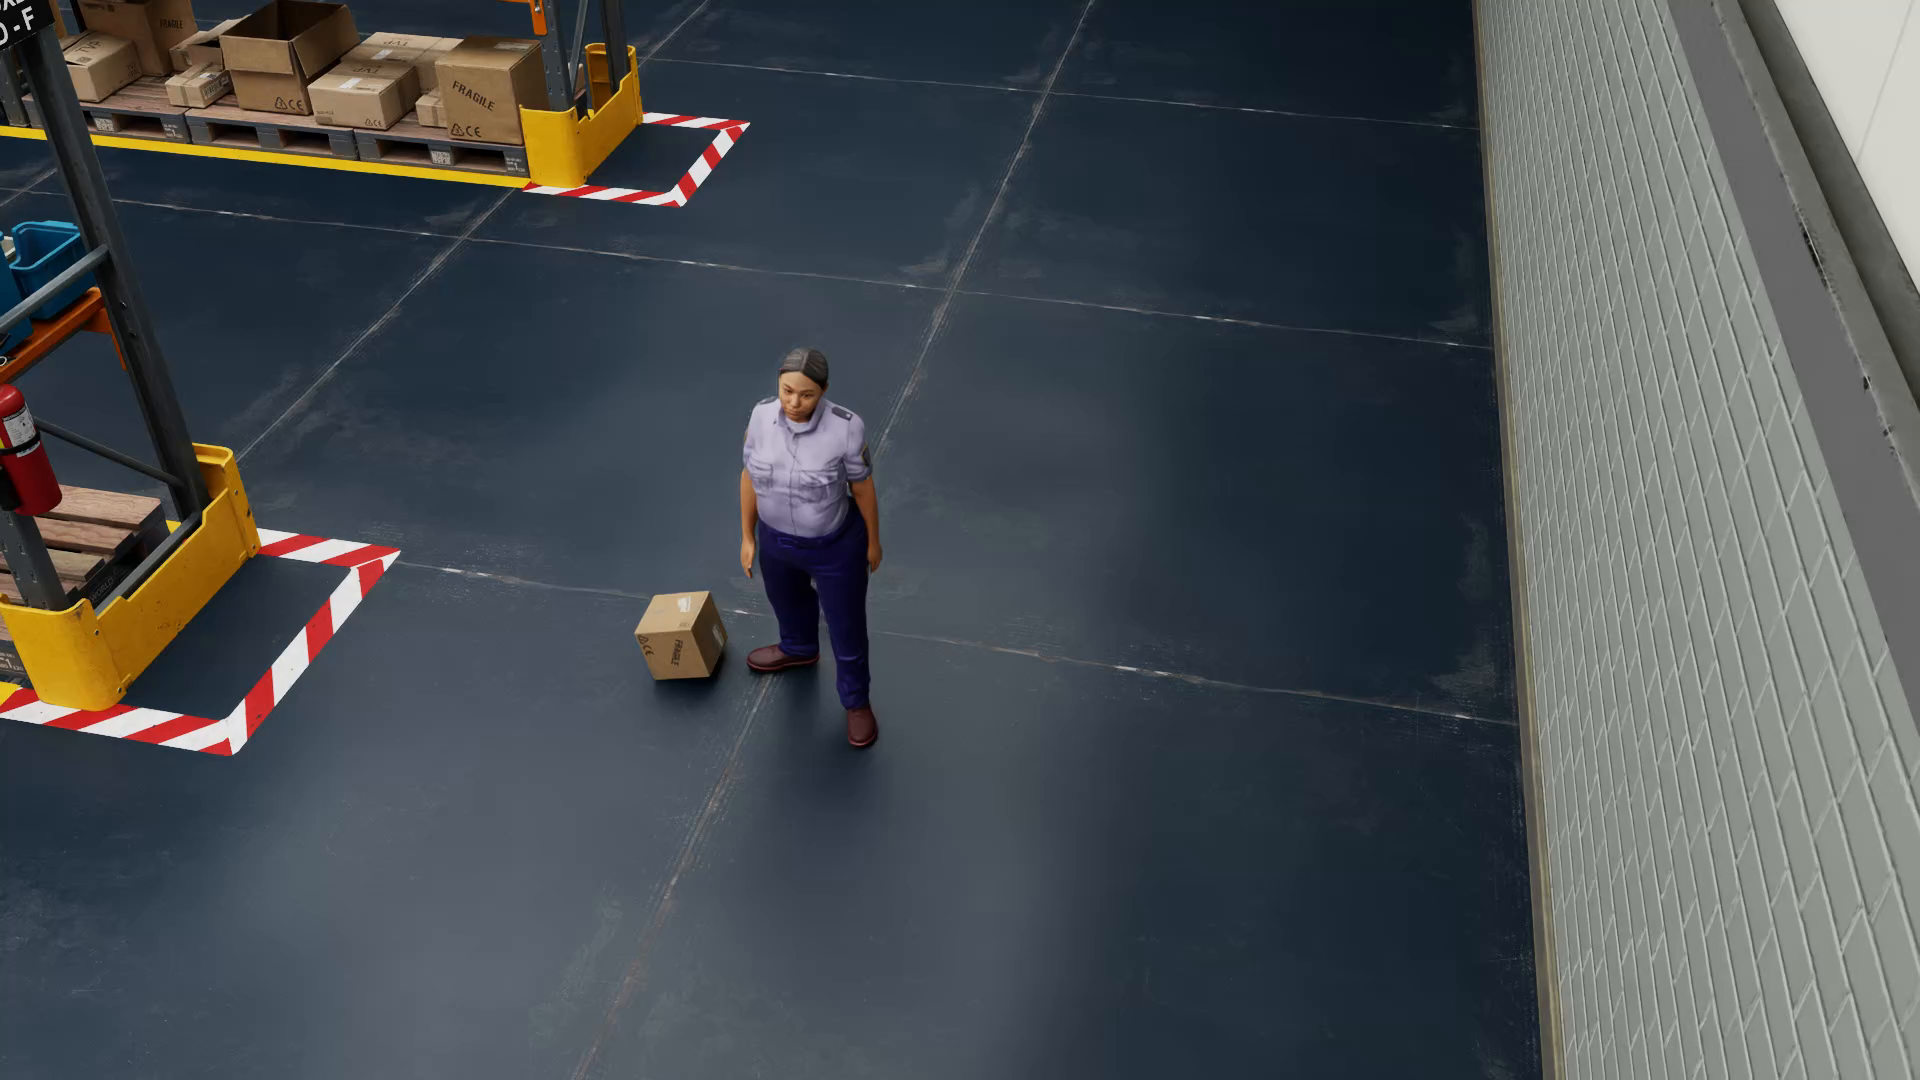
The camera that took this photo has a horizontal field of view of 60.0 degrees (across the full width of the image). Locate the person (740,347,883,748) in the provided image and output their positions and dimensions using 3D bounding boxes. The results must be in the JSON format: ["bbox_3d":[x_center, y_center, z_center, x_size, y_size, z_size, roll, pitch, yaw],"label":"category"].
[{"bbox_3d":[-0.589,-0.025,6.187,0.678,1.652,0.446,14,39,18],"label":"person"}]
